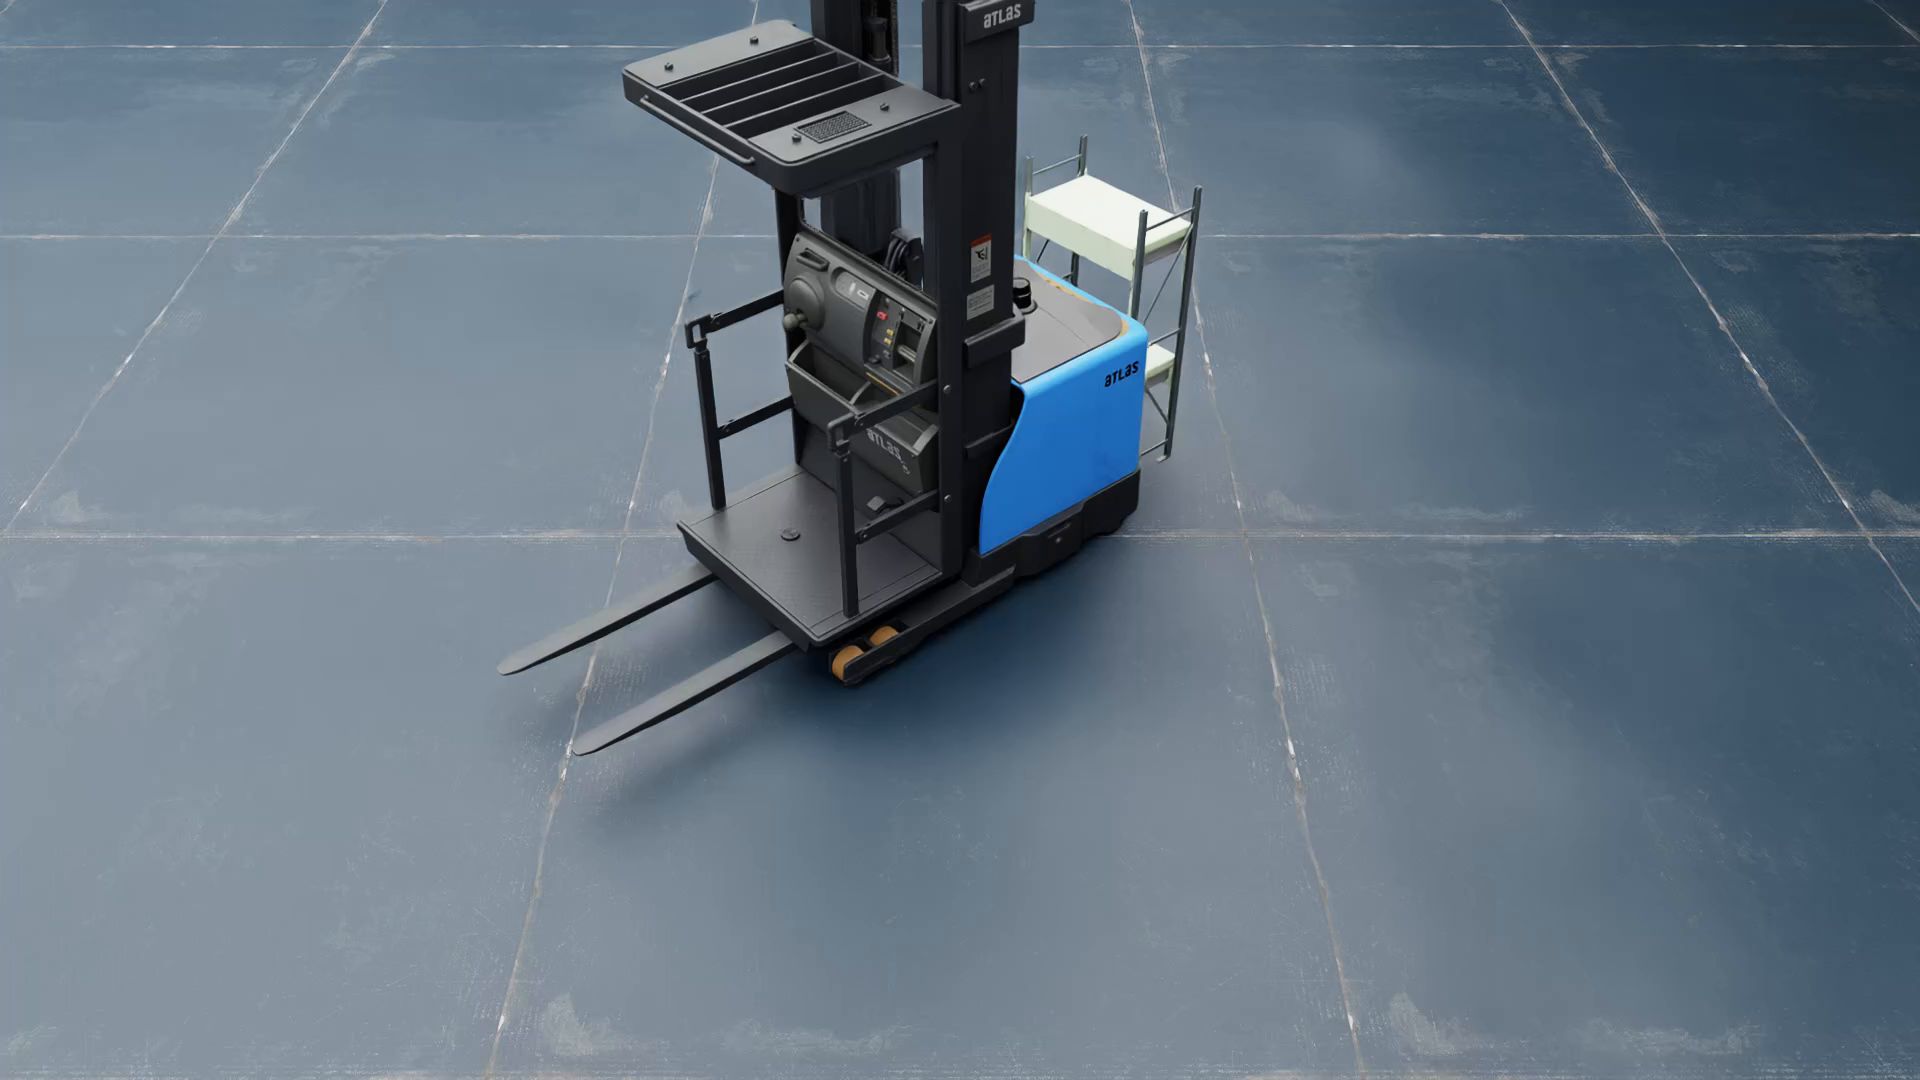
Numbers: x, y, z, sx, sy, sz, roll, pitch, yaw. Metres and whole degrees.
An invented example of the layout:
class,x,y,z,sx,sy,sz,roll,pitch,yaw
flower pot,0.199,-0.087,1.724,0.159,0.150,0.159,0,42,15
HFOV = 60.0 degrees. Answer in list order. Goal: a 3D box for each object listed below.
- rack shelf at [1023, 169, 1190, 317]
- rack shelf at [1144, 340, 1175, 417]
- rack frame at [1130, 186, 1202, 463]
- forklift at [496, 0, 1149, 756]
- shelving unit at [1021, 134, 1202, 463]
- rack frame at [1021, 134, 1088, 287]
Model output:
class,x,y,z,sx,sy,sz,roll,pitch,yaw
rack shelf,0.703,-1.426,7.943,0.431,0.370,0.720,-28,47,-33
rack shelf,0.689,-0.860,8.381,0.431,0.370,0.720,-28,47,-33
rack frame,0.941,-0.948,7.970,0.400,1.500,0.023,-28,47,-33
forklift,-0.581,-0.891,6.764,3.031,2.935,1.130,-28,47,-31
shelving unit,0.695,-1.118,8.182,0.431,1.500,0.755,-28,47,-33
rack frame,0.449,-1.287,8.393,0.400,1.500,0.023,-28,47,-33
